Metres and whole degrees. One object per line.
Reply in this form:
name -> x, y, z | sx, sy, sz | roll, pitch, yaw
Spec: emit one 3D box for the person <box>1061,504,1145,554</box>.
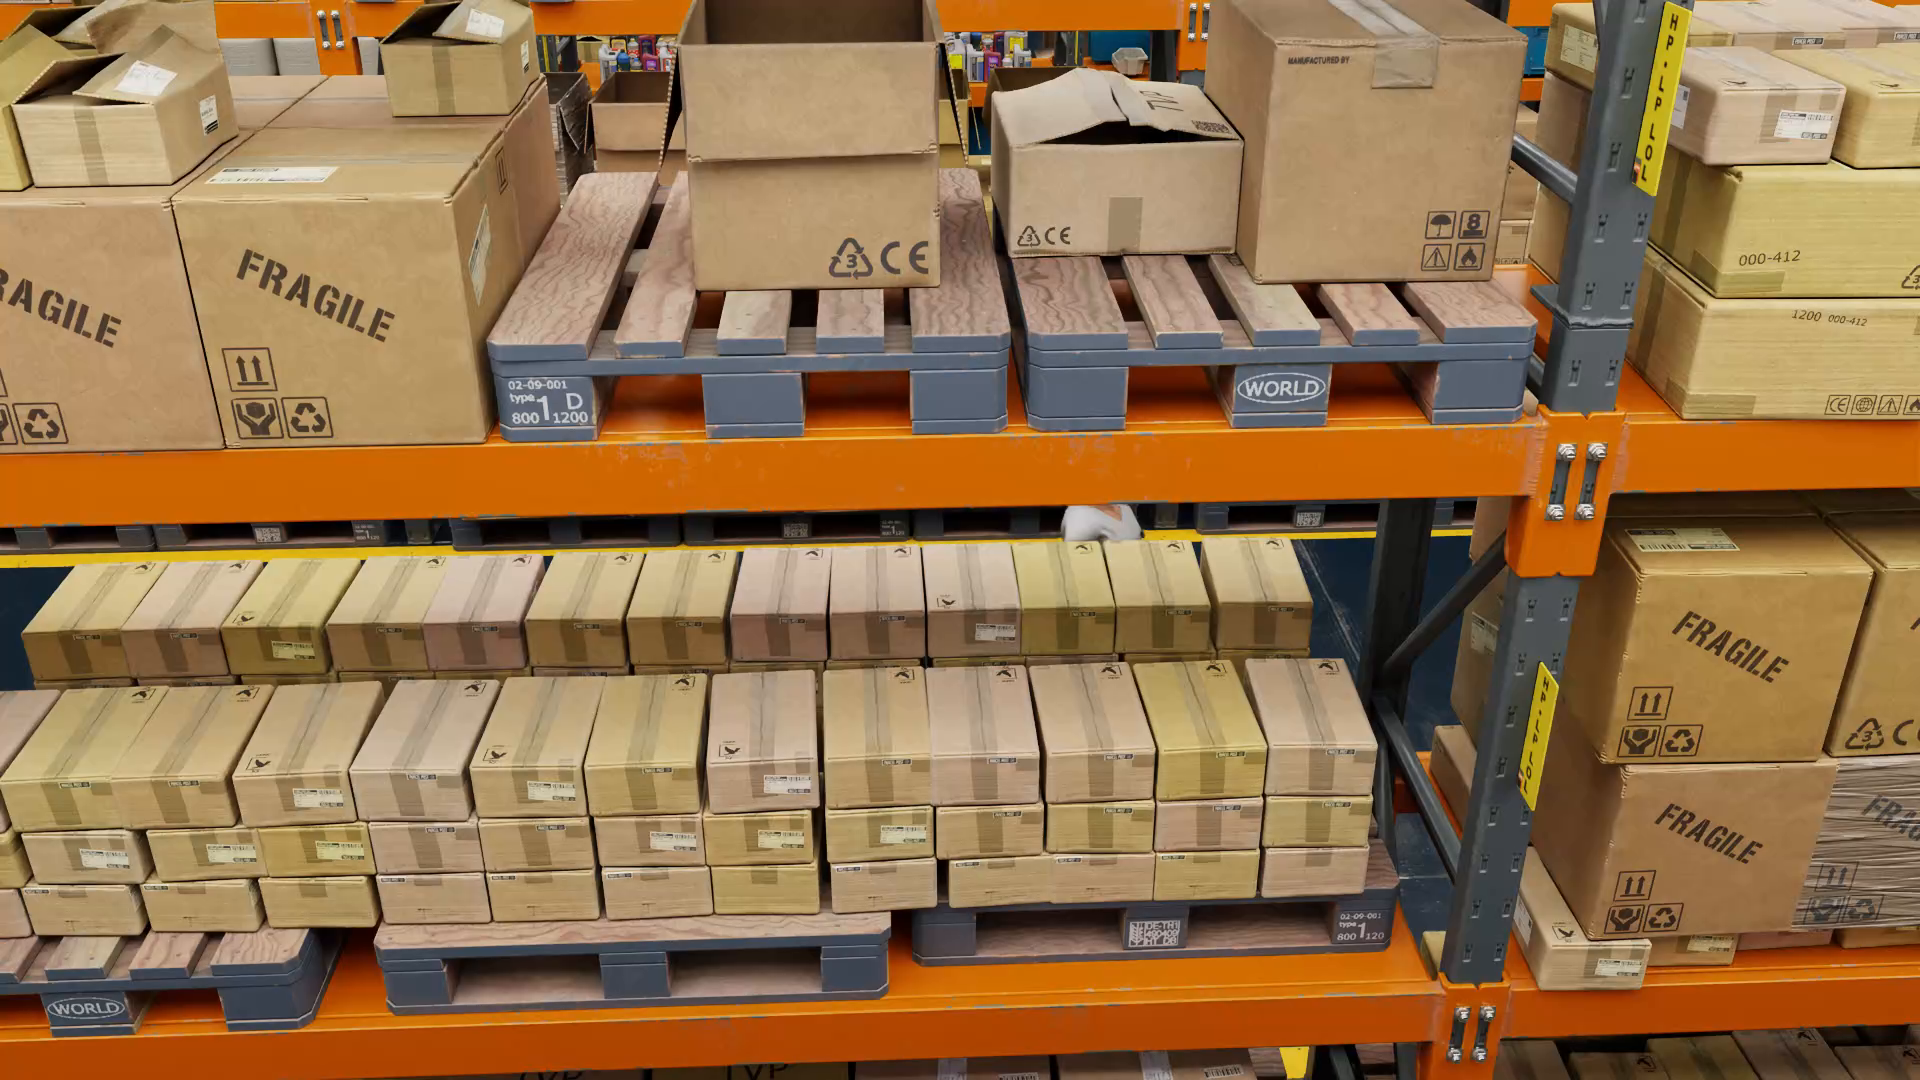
person -> 0.439, 0.358, 6.402 | 0.440, 1.667, 0.631 | 14, 31, 24
